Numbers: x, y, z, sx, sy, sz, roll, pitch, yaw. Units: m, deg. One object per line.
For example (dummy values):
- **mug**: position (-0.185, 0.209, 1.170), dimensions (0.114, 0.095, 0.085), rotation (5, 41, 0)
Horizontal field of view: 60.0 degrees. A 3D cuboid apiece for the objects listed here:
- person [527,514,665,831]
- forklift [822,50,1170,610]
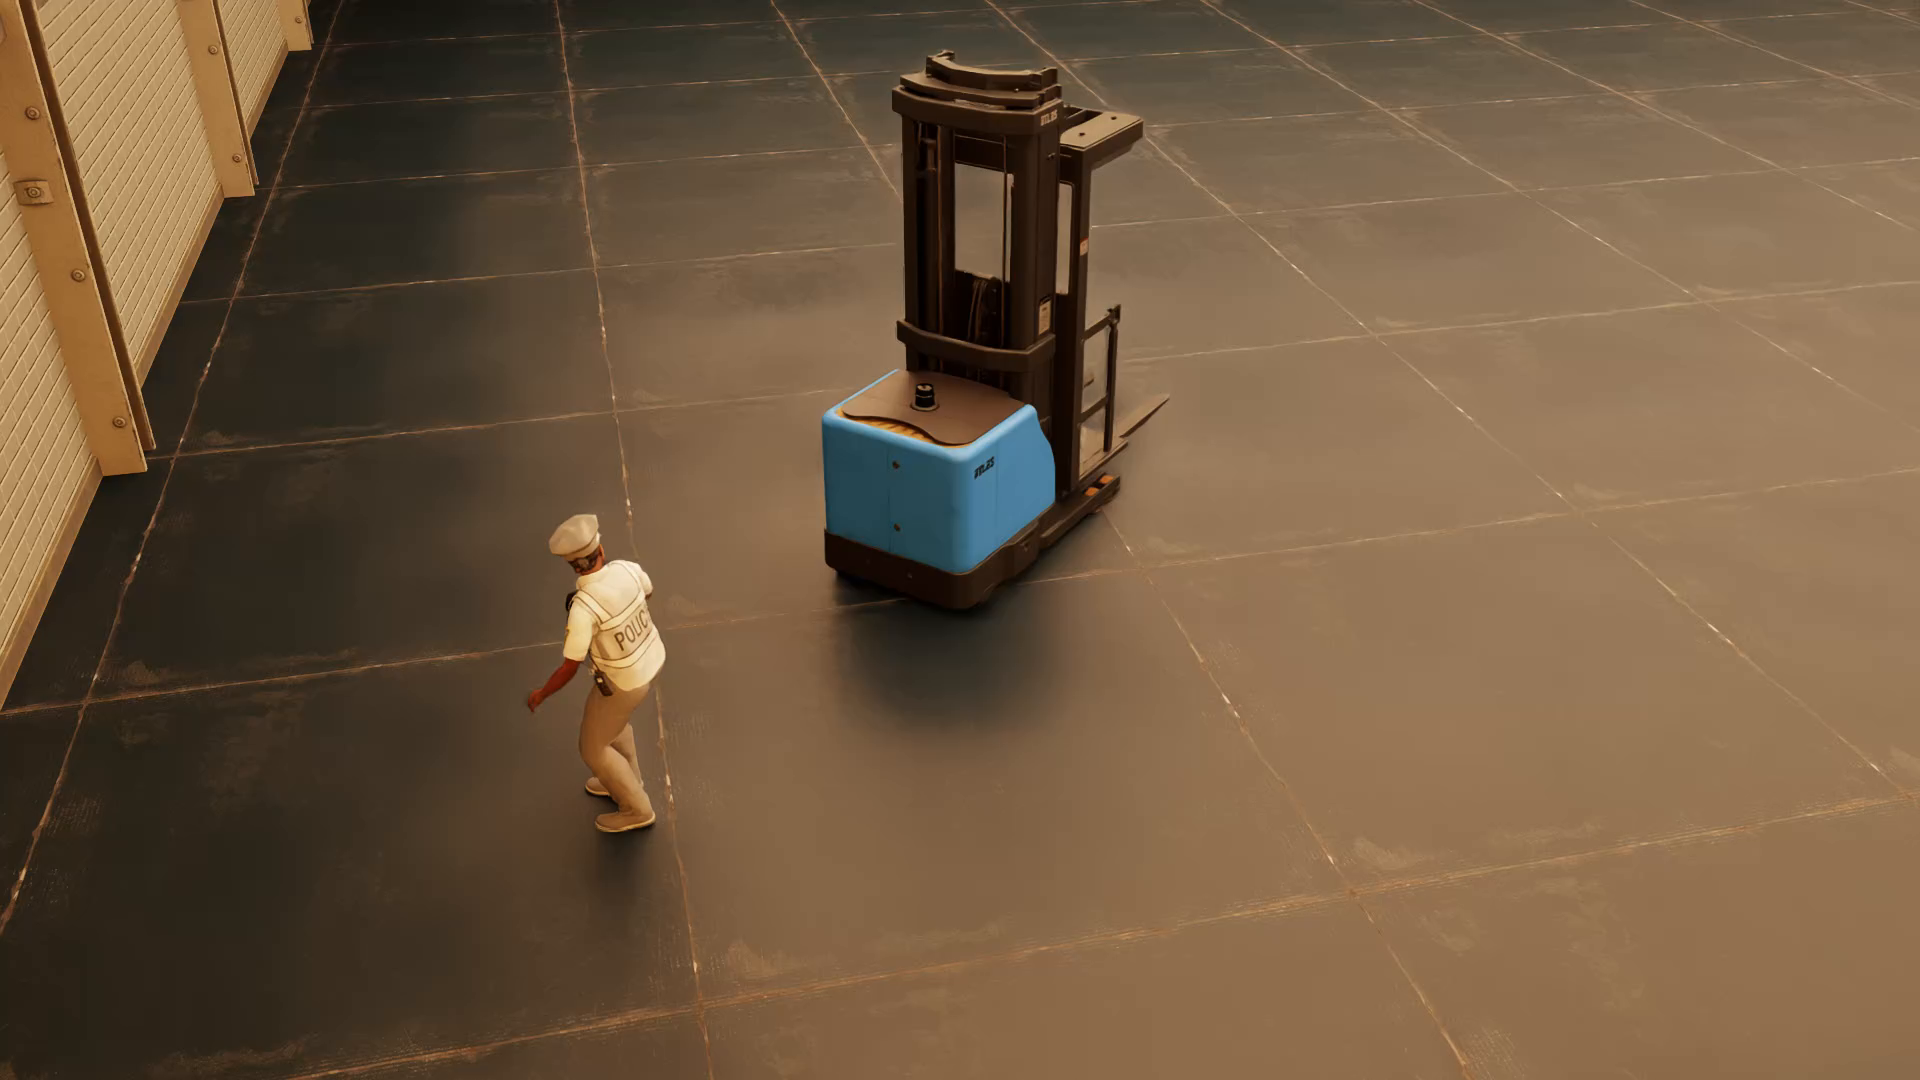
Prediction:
- **person**: position (-1.674, 0.633, 7.823), dimensions (0.519, 1.625, 0.685), rotation (9, 31, 15)
- **forklift**: position (0.400, -1.561, 10.271), dimensions (1.130, 2.935, 3.031), rotation (18, 34, 28)
